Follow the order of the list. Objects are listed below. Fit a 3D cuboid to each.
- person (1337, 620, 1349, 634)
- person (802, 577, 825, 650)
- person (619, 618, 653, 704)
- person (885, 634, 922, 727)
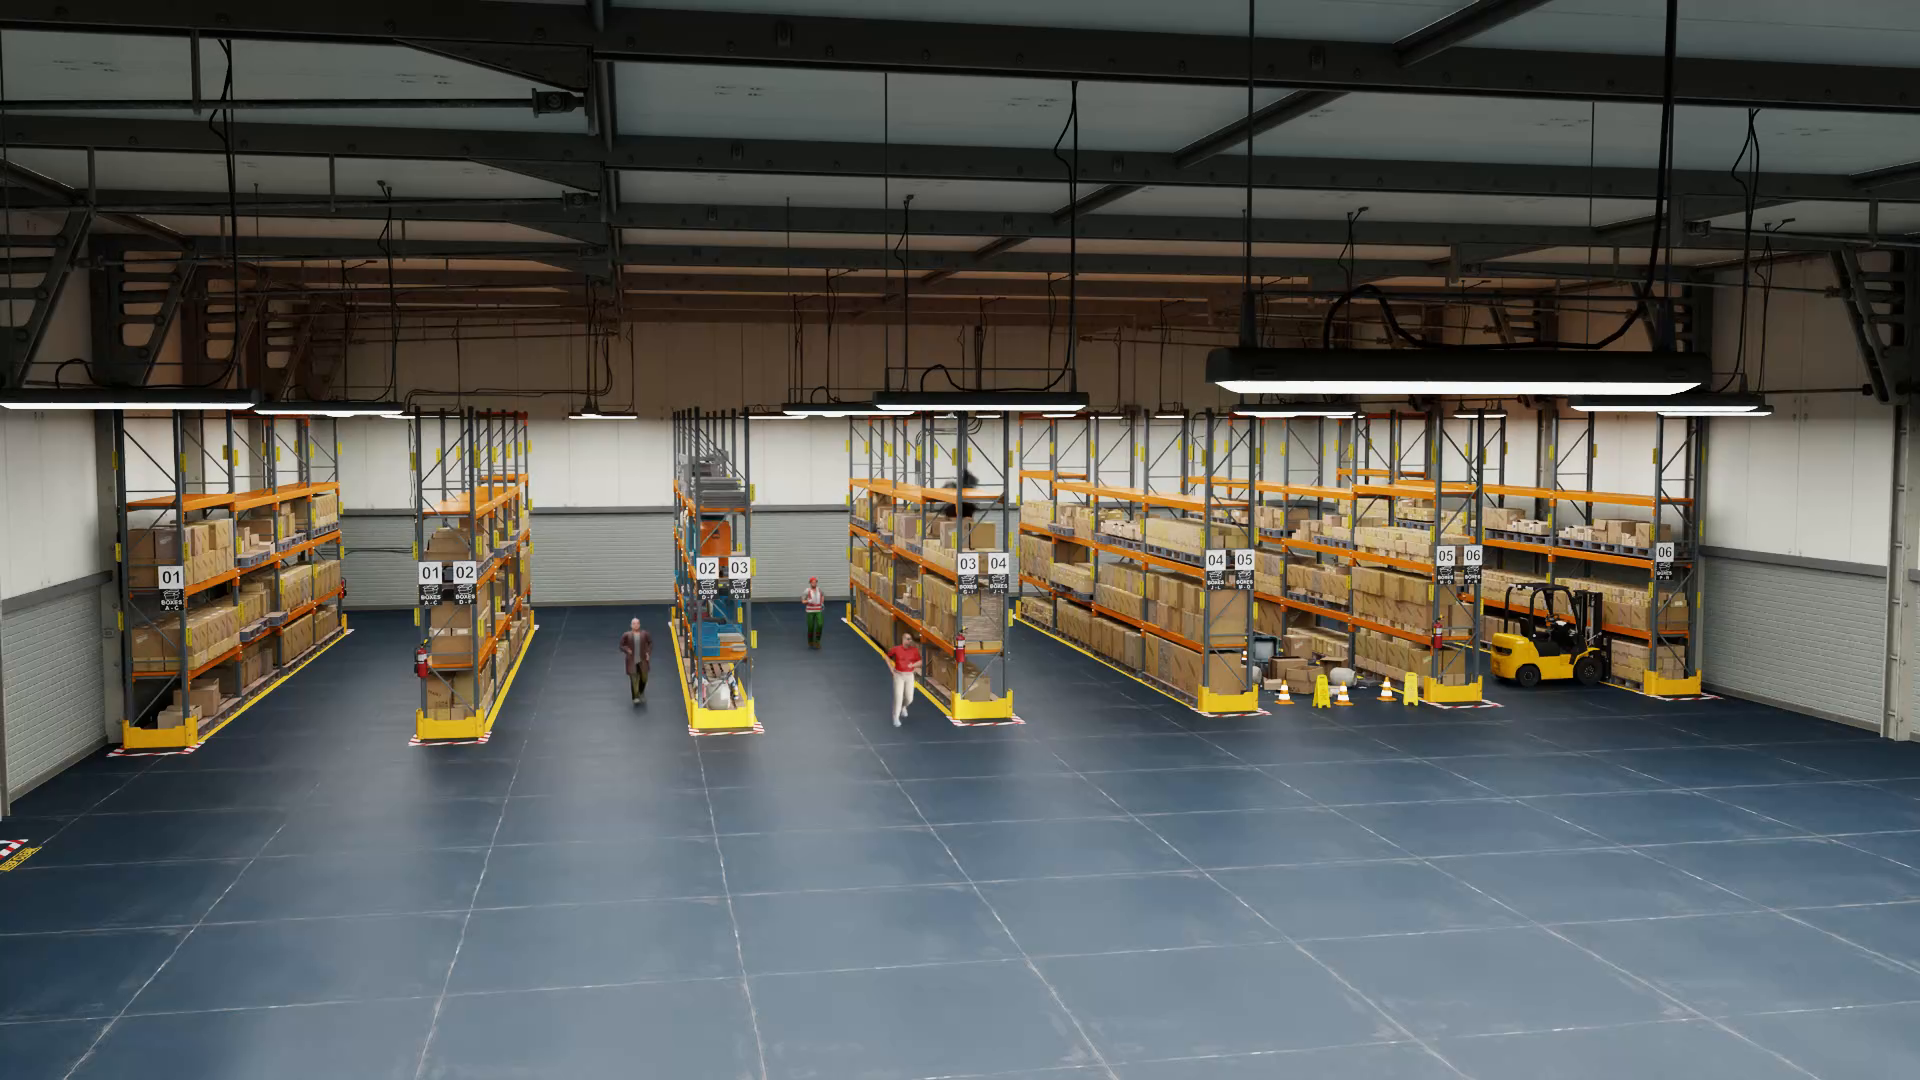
[{"bbox_3d":[9.896,1.869,42.525,0.556,1.628,0.616,-1,4,-11],"label":"person"},{"bbox_3d":[-3.670,1.848,41.941,0.632,1.824,0.705,-1,4,-19],"label":"person"},{"bbox_3d":[-6.512,2.456,33.570,0.698,1.735,0.633,-1,4,-17],"label":"person"},{"bbox_3d":[-1.048,2.640,31.710,0.685,1.716,0.927,-1,4,-20],"label":"person"}]
